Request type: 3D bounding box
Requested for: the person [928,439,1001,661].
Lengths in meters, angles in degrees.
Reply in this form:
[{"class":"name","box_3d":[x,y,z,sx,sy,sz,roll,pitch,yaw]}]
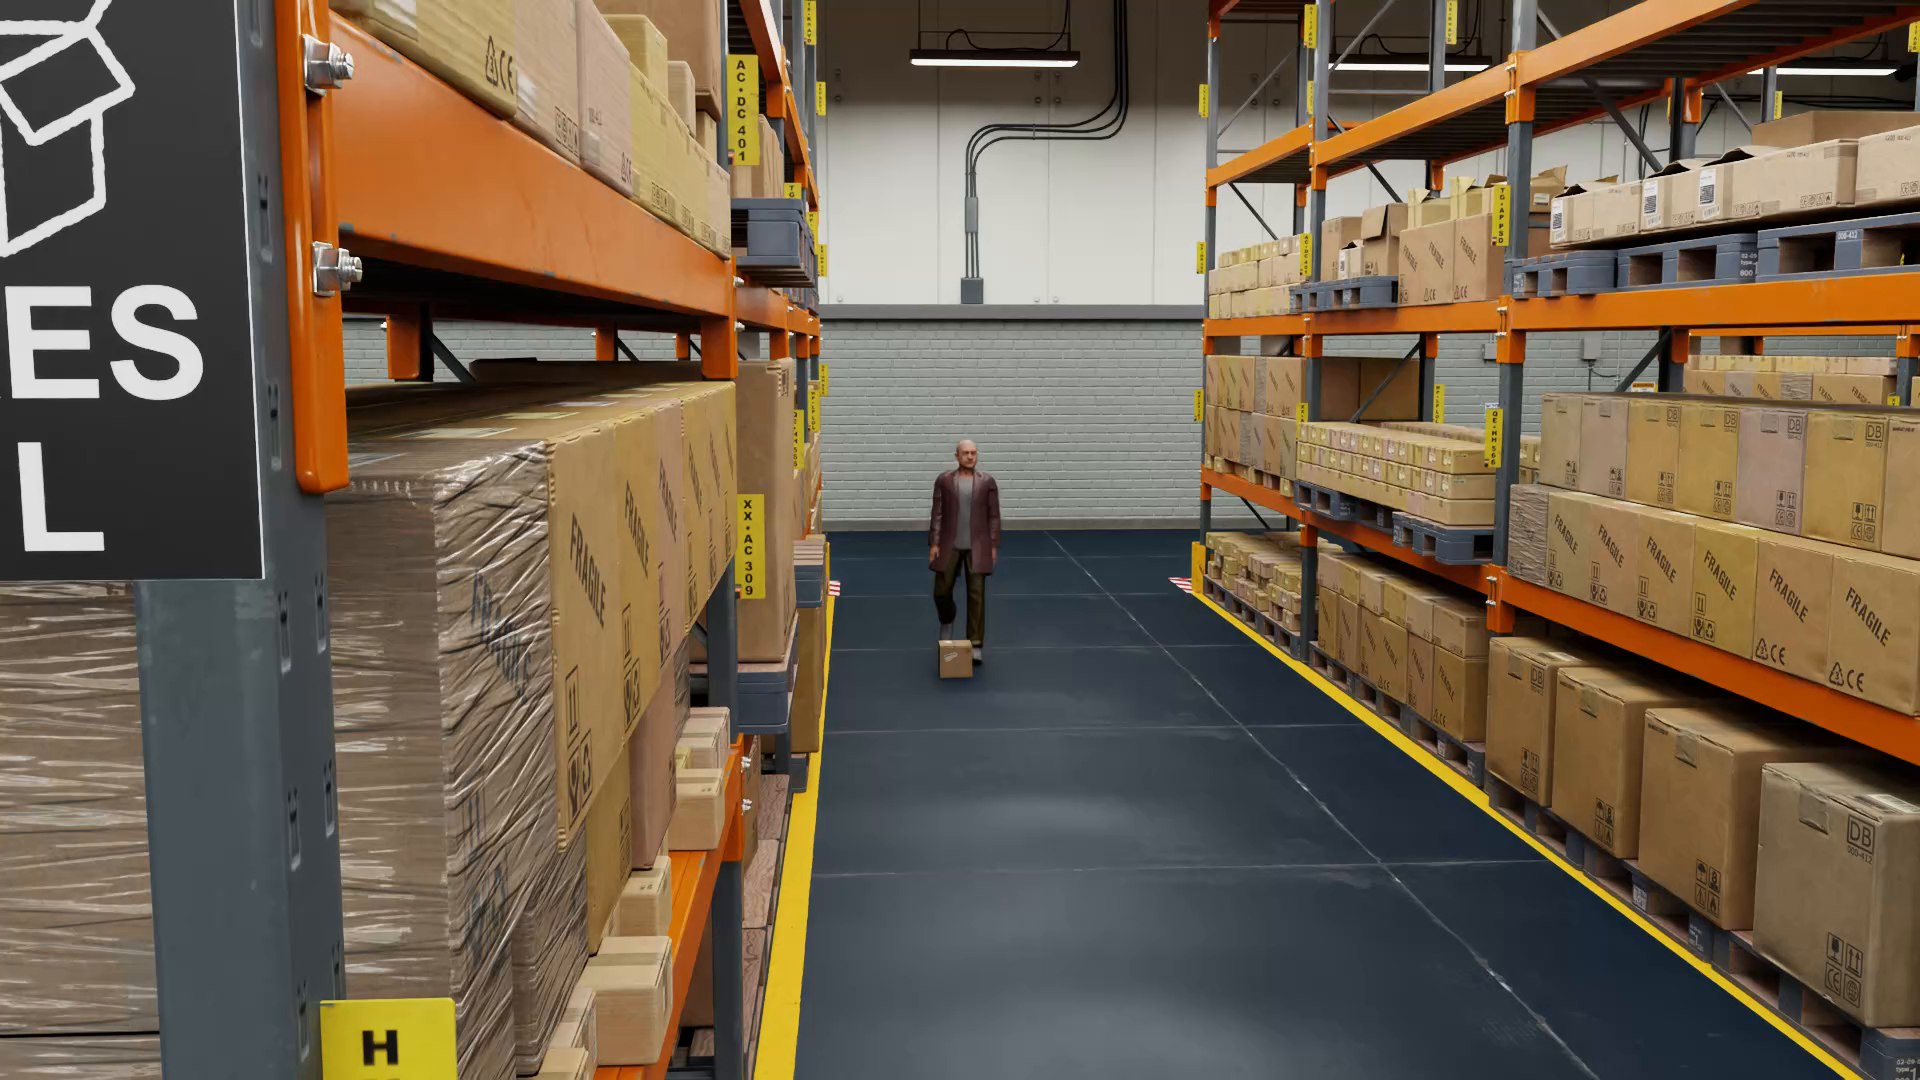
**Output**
[{"class":"person","box_3d":[0.033,0.066,13.588,0.597,1.764,0.802,0,7,2]}]
